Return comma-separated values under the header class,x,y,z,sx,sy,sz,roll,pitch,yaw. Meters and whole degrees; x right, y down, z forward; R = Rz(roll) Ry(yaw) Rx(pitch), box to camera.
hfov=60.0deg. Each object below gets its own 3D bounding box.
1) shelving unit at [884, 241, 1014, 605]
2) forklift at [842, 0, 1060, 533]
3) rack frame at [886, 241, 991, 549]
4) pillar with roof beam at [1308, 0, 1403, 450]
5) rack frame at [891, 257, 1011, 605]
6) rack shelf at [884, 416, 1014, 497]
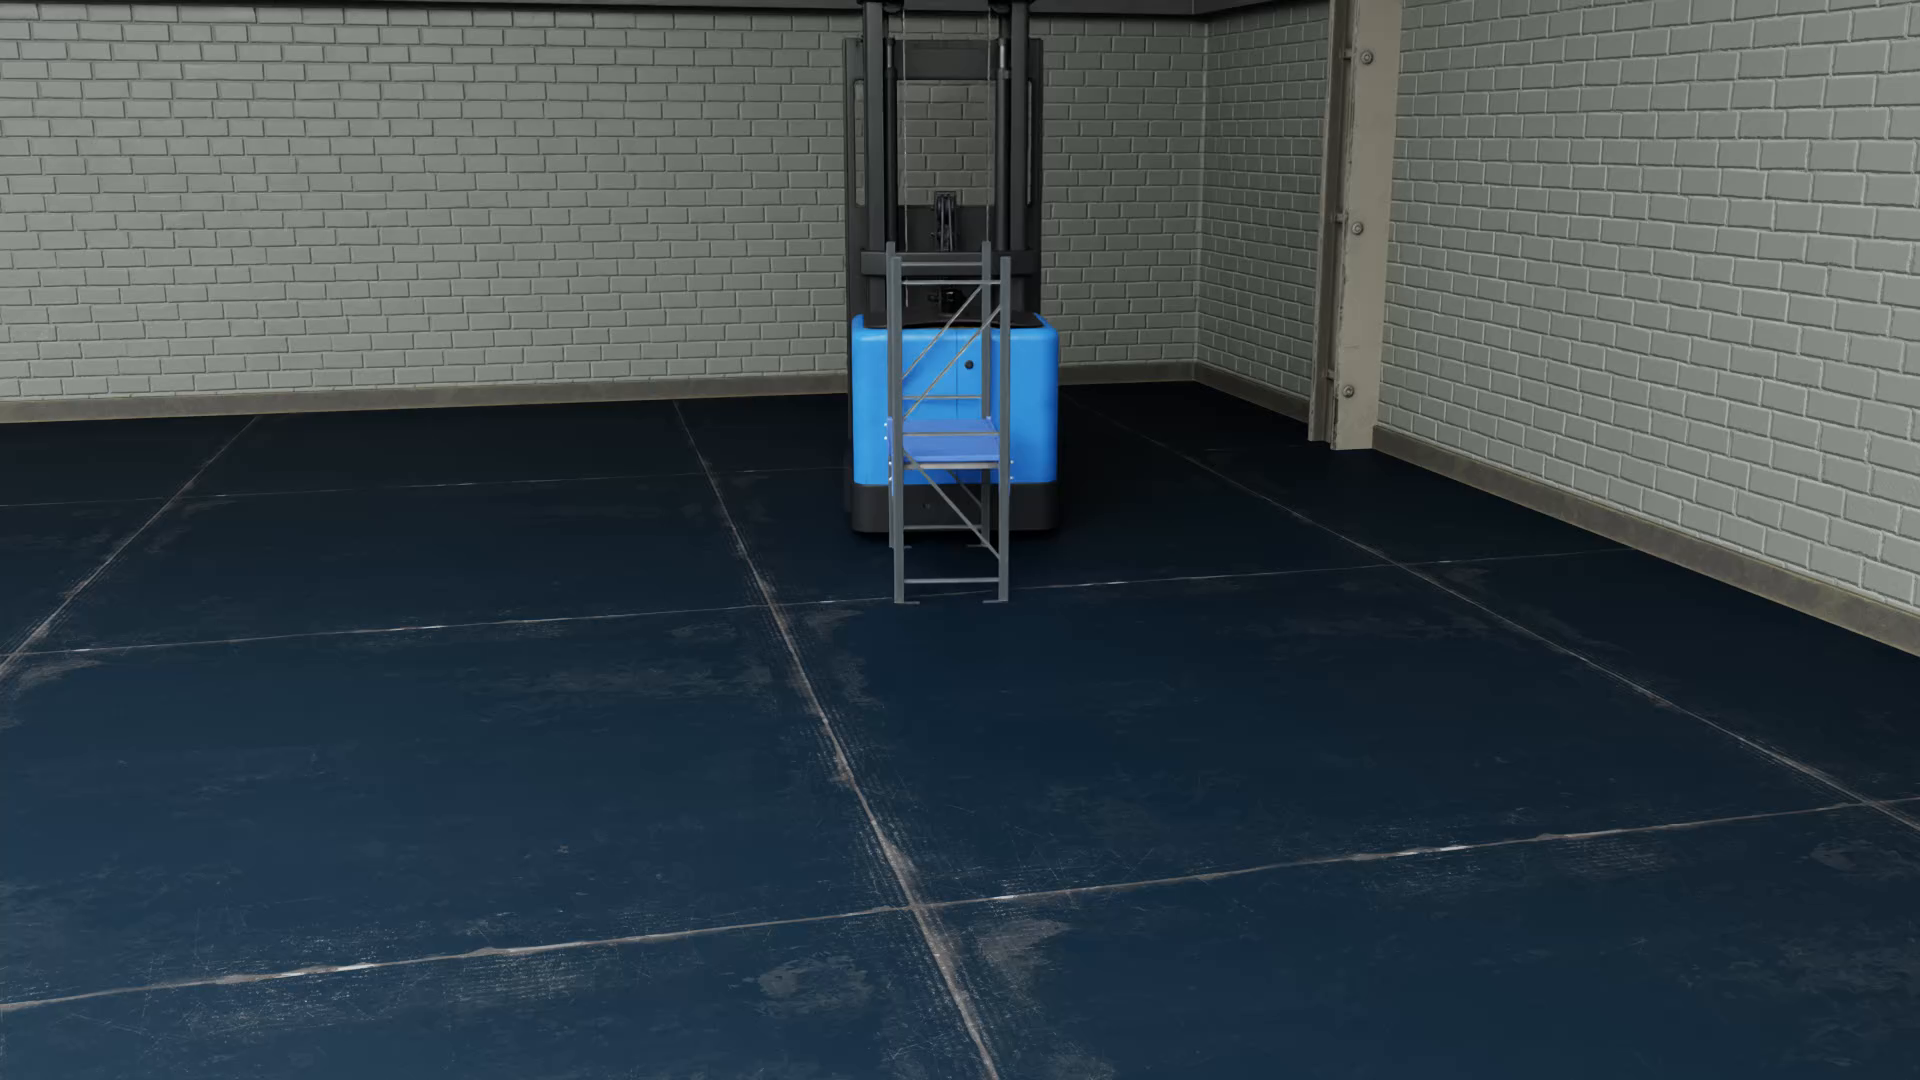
class,x,y,z,sx,sy,sz,roll,pitch,yaw
shelving unit,-0.069,-0.571,7.606,0.538,1.500,1.048,-1,14,-4
forklift,-0.109,-1.754,9.432,1.130,2.935,3.031,-1,14,-4
rack frame,-0.101,-0.692,8.099,0.500,1.500,0.032,-1,14,-4
pillar with roof beam,-1.649,-4.771,8.996,9.100,9.000,0.400,-3,14,-13
rack frame,-0.037,-0.451,7.113,0.500,1.500,0.032,-1,14,-4
rack shelf,-0.069,-0.397,7.649,0.538,0.185,1.000,-1,14,-4
